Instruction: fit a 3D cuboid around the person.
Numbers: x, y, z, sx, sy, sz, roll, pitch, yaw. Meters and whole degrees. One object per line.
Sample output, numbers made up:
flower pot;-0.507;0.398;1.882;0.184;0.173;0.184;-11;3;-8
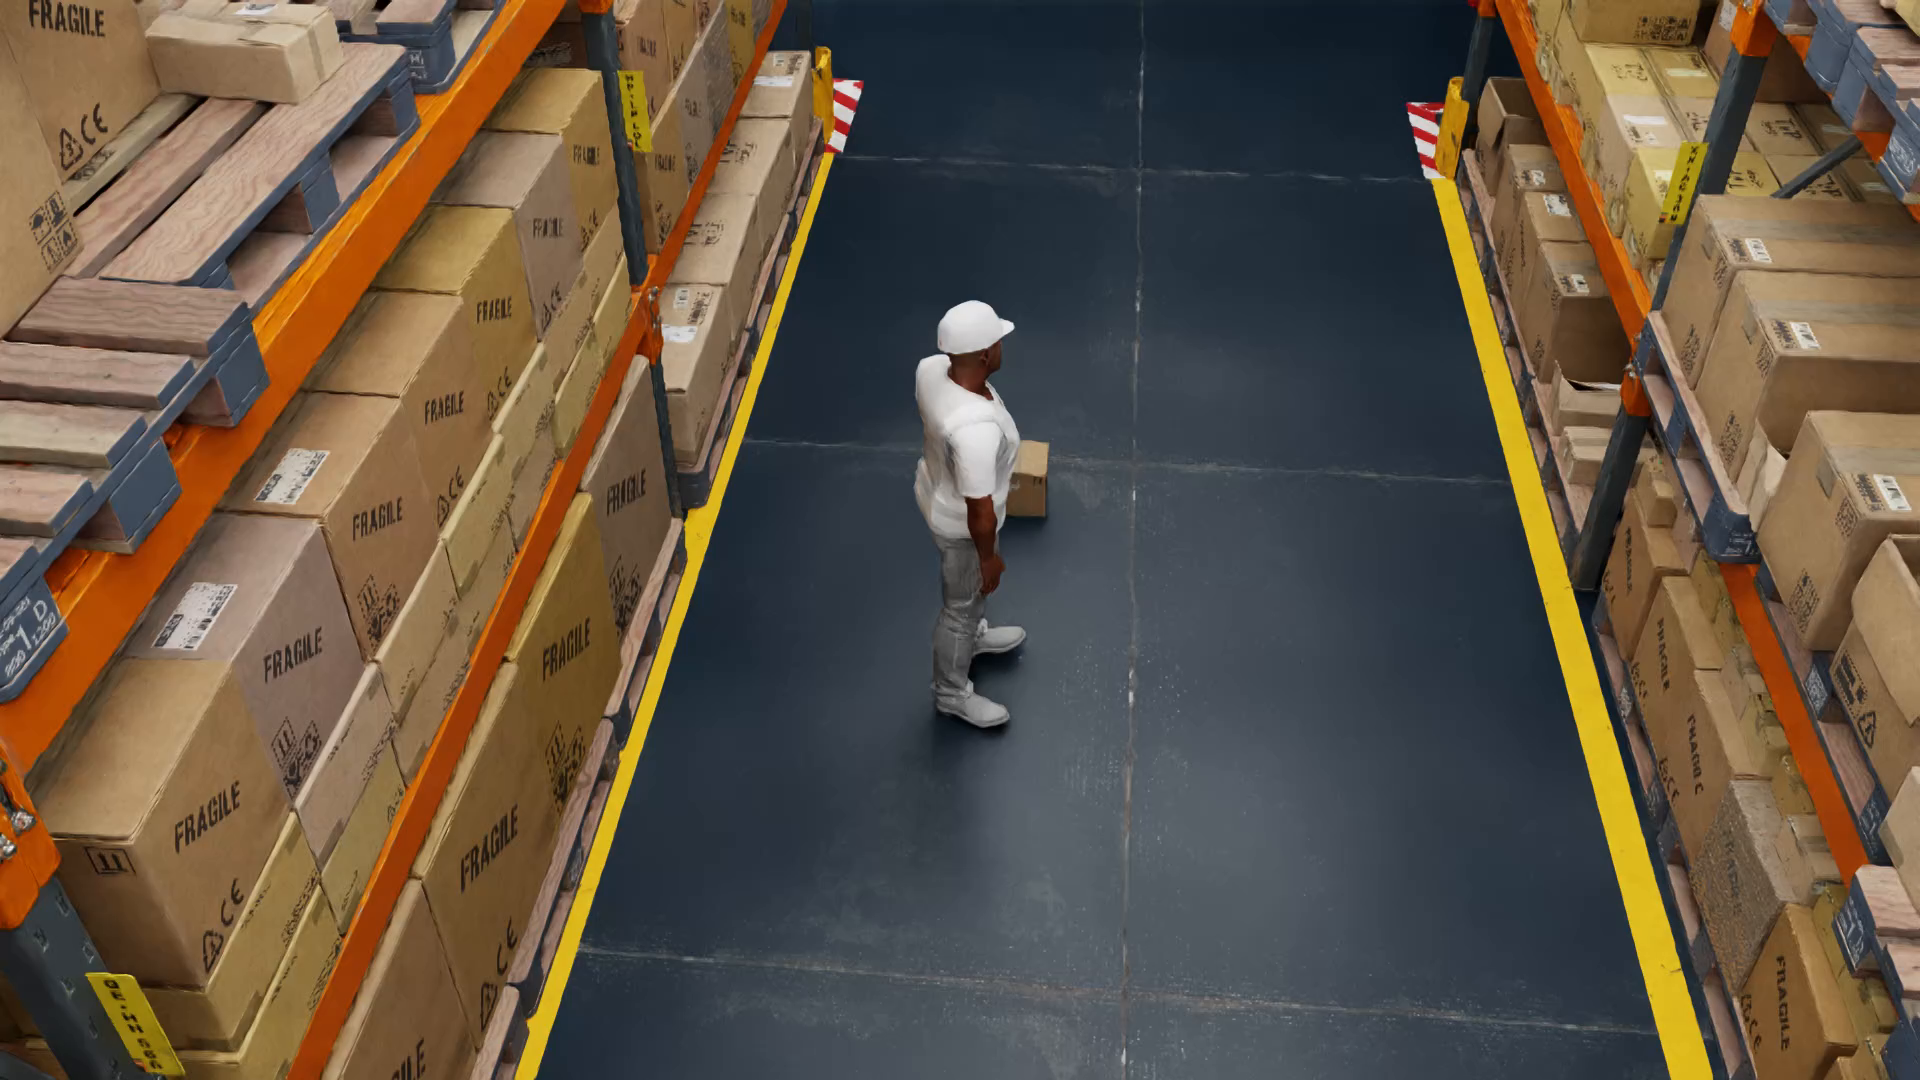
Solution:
person;0.079;-0.122;6.237;0.470;1.770;0.636;-9;41;-11
